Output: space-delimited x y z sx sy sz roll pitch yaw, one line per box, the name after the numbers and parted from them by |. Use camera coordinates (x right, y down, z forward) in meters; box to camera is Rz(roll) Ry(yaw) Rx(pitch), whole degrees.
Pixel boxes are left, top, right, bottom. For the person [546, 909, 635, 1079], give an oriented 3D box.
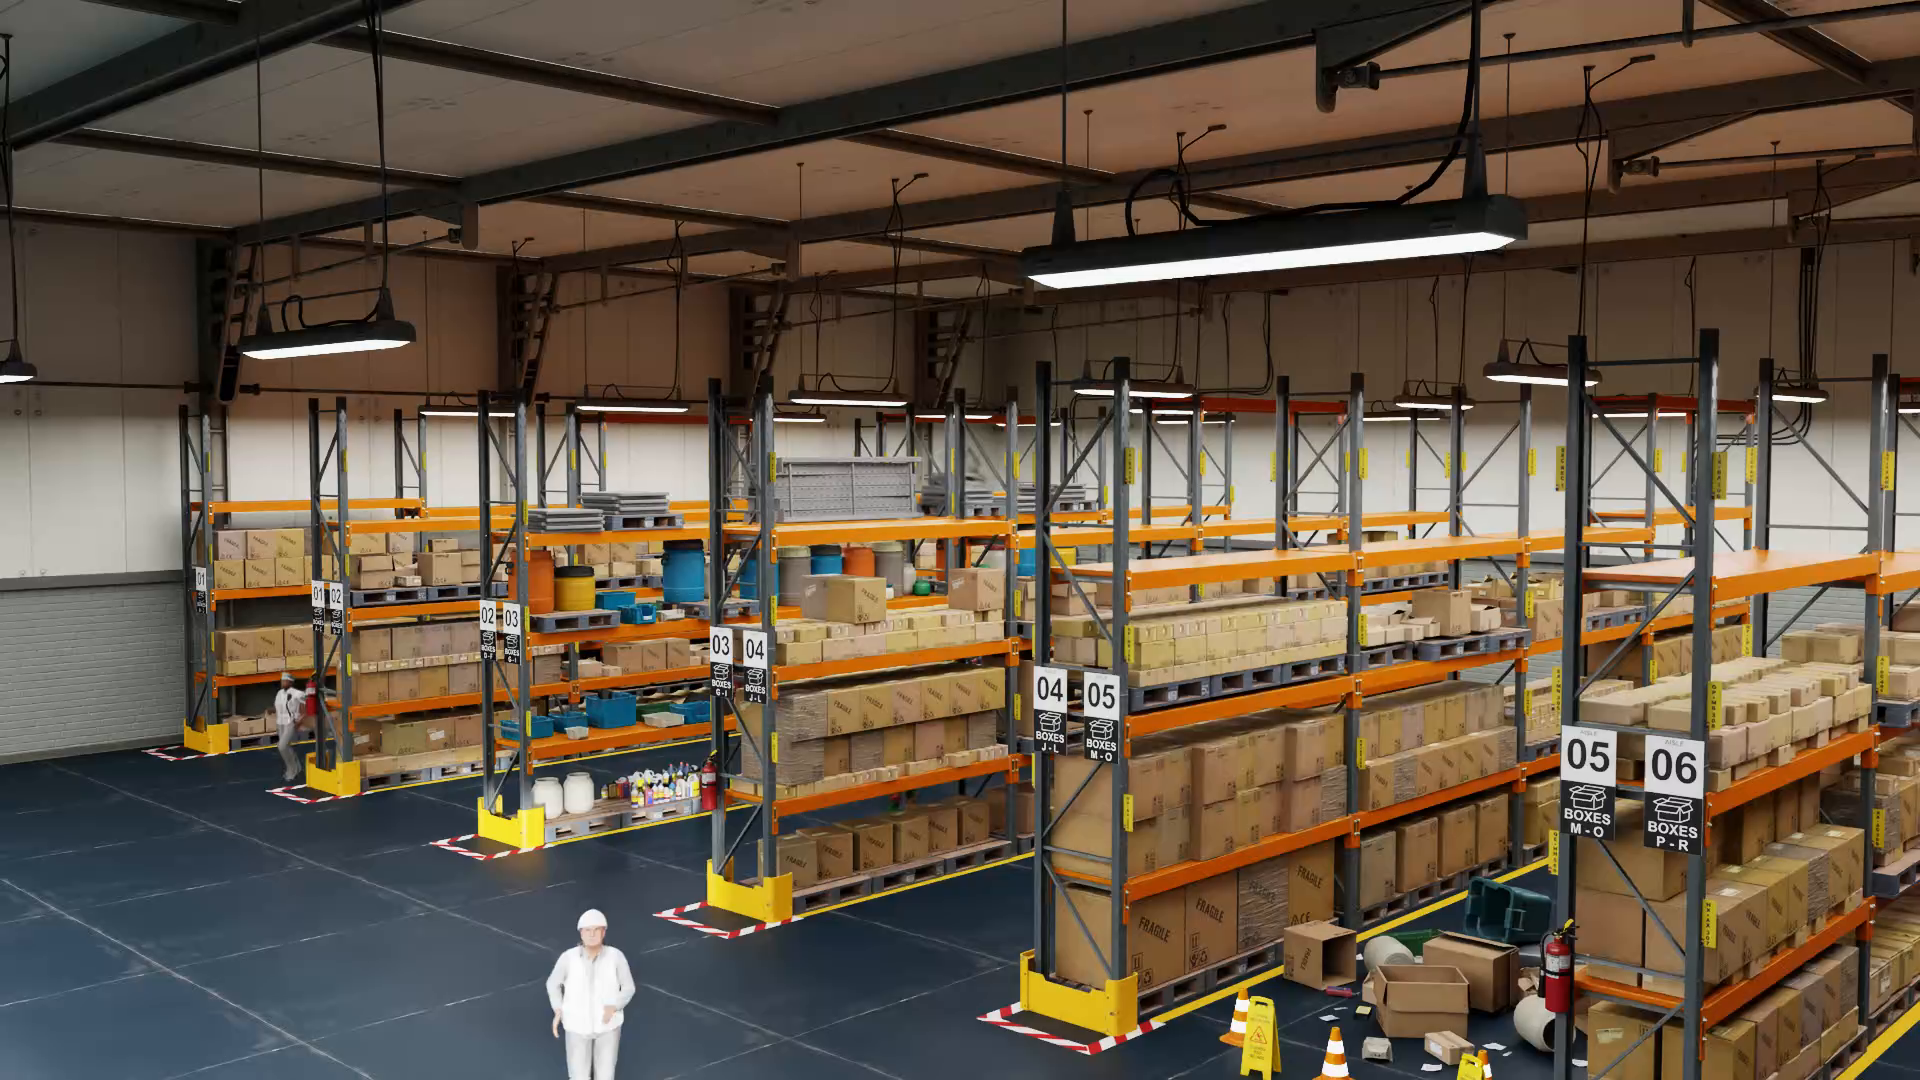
-2.757 3.641 12.448 0.652 1.728 0.569 -1 3 -14 | person

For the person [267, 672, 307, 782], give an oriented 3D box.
-10.615 2.948 26.248 0.583 1.744 0.650 1 3 25 | person

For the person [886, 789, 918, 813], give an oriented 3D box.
-0.844 3.005 23.375 0.664 1.772 0.999 2 4 32 | person
